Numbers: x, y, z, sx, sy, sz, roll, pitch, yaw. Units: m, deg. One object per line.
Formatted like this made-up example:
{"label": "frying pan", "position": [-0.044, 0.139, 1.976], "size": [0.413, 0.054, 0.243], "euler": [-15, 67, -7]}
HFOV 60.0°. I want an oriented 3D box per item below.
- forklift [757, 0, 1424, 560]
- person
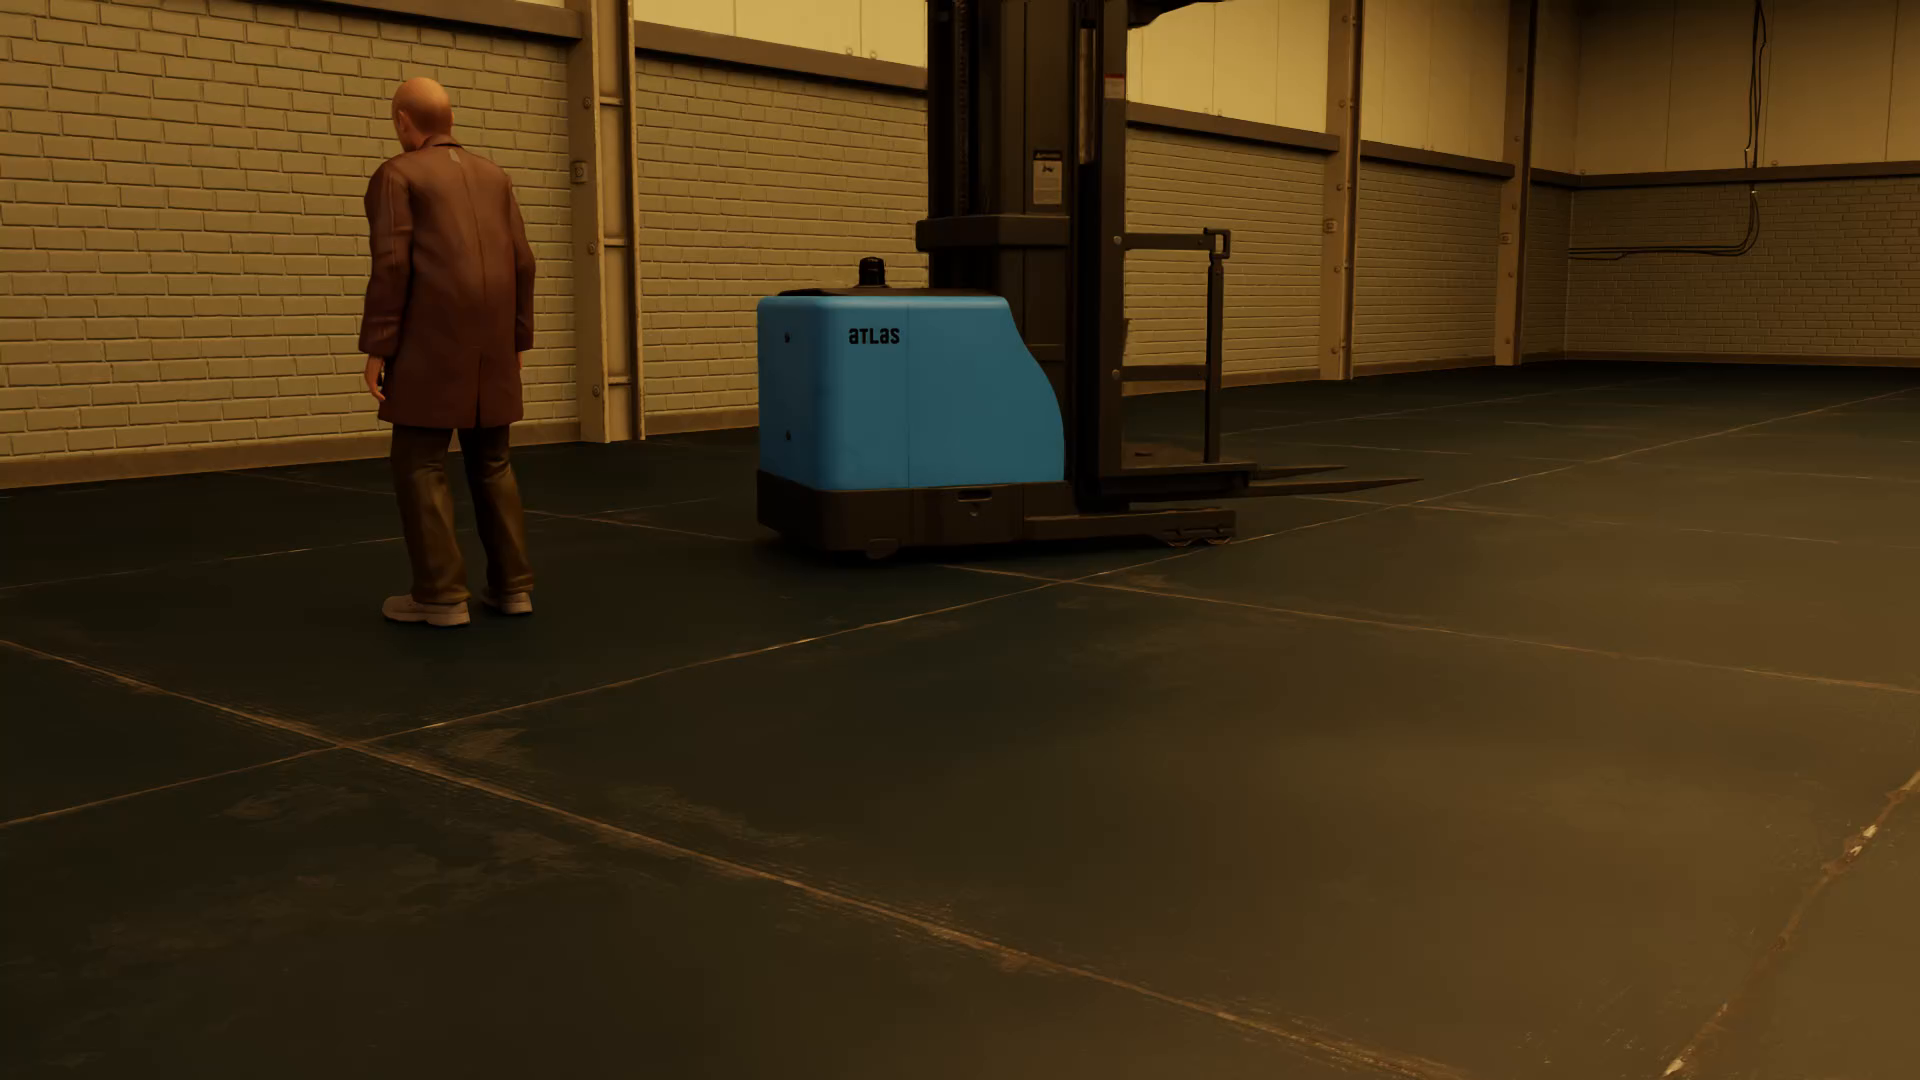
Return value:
{"label": "forklift", "position": [0.663, -1.482, 7.412], "size": [3.031, 2.935, 1.130], "euler": [-3, 9, -22]}
{"label": "person", "position": [-1.687, -0.614, 5.481], "size": [0.430, 1.772, 0.644], "euler": [7, 11, 38]}
